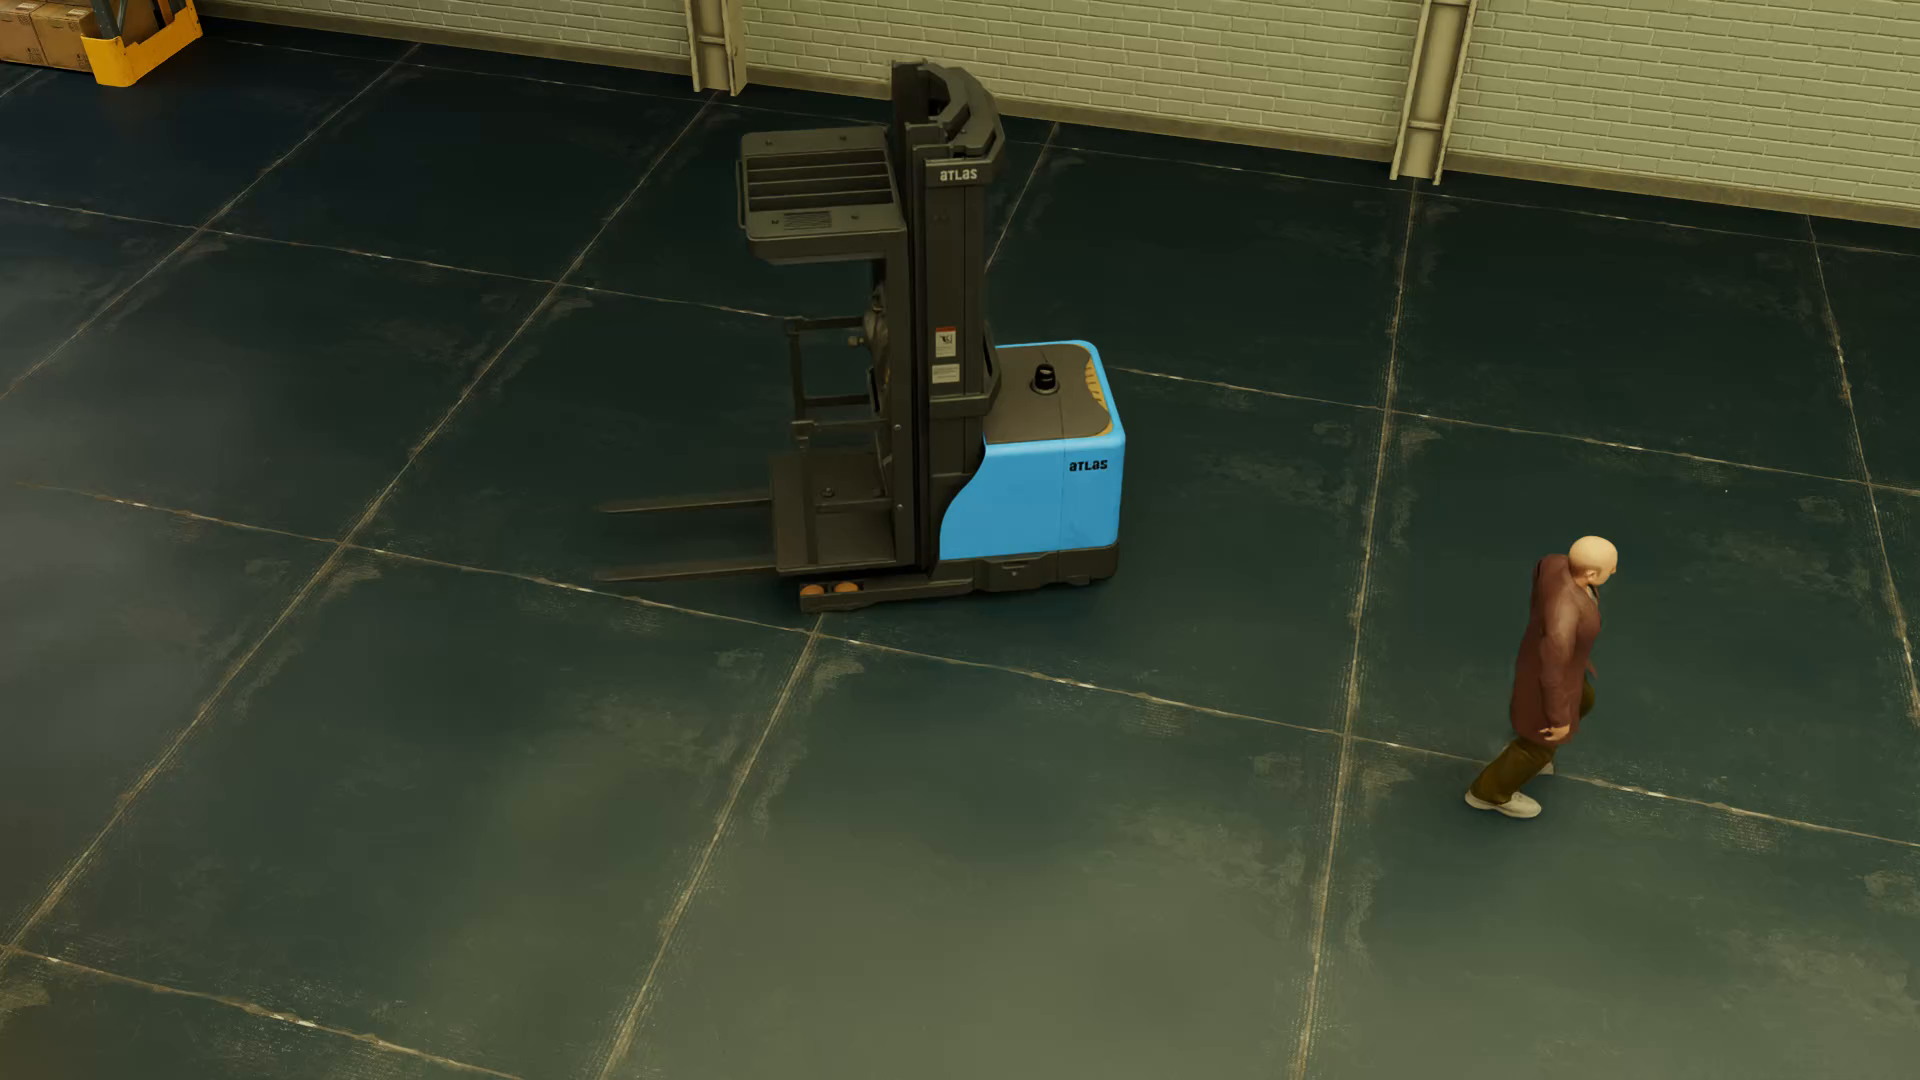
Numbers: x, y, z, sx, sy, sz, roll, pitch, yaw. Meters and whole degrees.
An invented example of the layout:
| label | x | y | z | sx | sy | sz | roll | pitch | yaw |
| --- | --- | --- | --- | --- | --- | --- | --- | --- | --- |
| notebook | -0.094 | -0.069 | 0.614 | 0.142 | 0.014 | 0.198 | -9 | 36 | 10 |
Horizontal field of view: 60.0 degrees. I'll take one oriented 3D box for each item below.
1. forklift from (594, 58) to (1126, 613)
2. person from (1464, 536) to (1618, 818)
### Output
| label | x | y | z | sx | sy | sz | roll | pitch | yaw |
| --- | --- | --- | --- | --- | --- | --- | --- | --- | --- |
| forklift | -0.629 | -1.050 | 9.060 | 3.031 | 2.935 | 1.130 | -5 | 41 | -5 |
| person | 2.869 | 0.677 | 8.017 | 0.529 | 1.807 | 0.709 | 8 | 42 | 9 |
